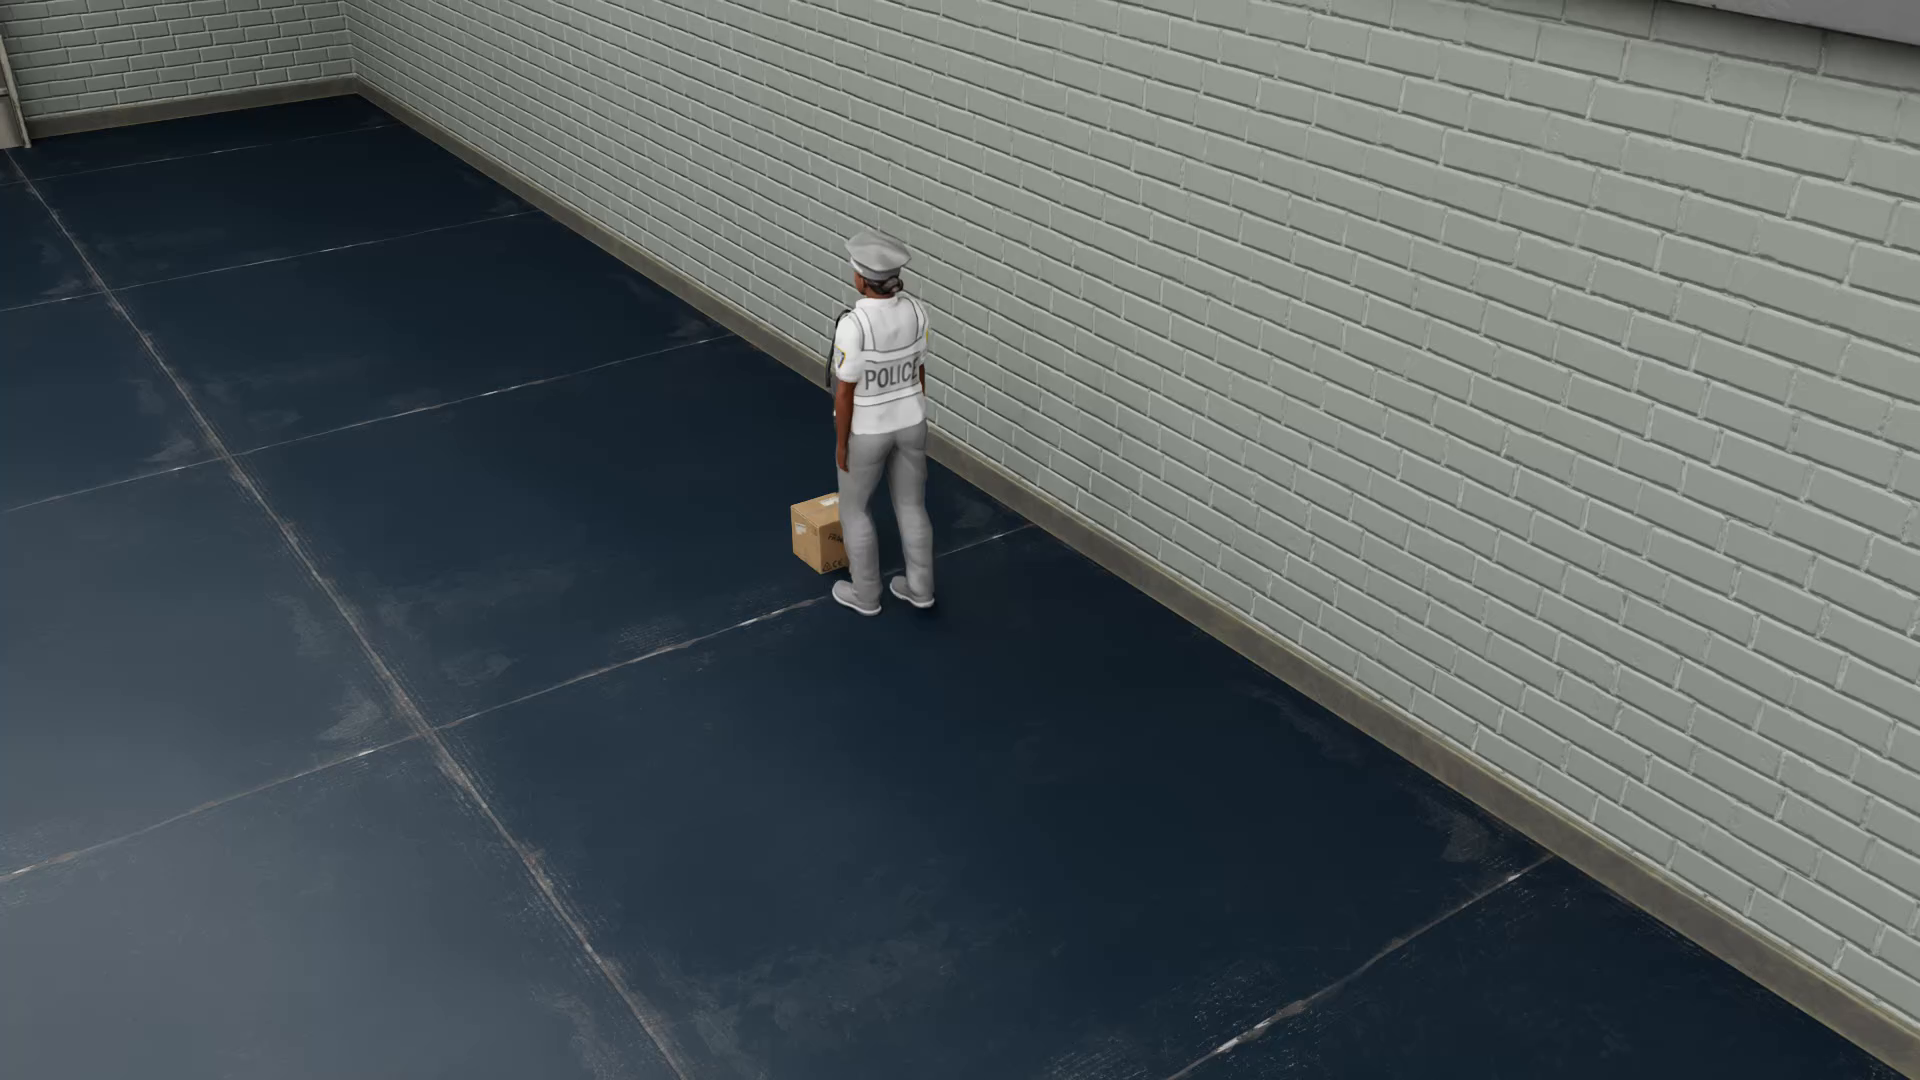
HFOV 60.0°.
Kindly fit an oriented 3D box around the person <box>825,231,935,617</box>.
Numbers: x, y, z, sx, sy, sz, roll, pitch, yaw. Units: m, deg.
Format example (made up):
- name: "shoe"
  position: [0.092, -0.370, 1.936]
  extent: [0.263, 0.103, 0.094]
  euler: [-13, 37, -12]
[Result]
- name: "person"
  position: [-0.342, -0.462, 6.957]
  extent: [0.436, 1.687, 0.376]
  euler: [-18, 34, -30]
